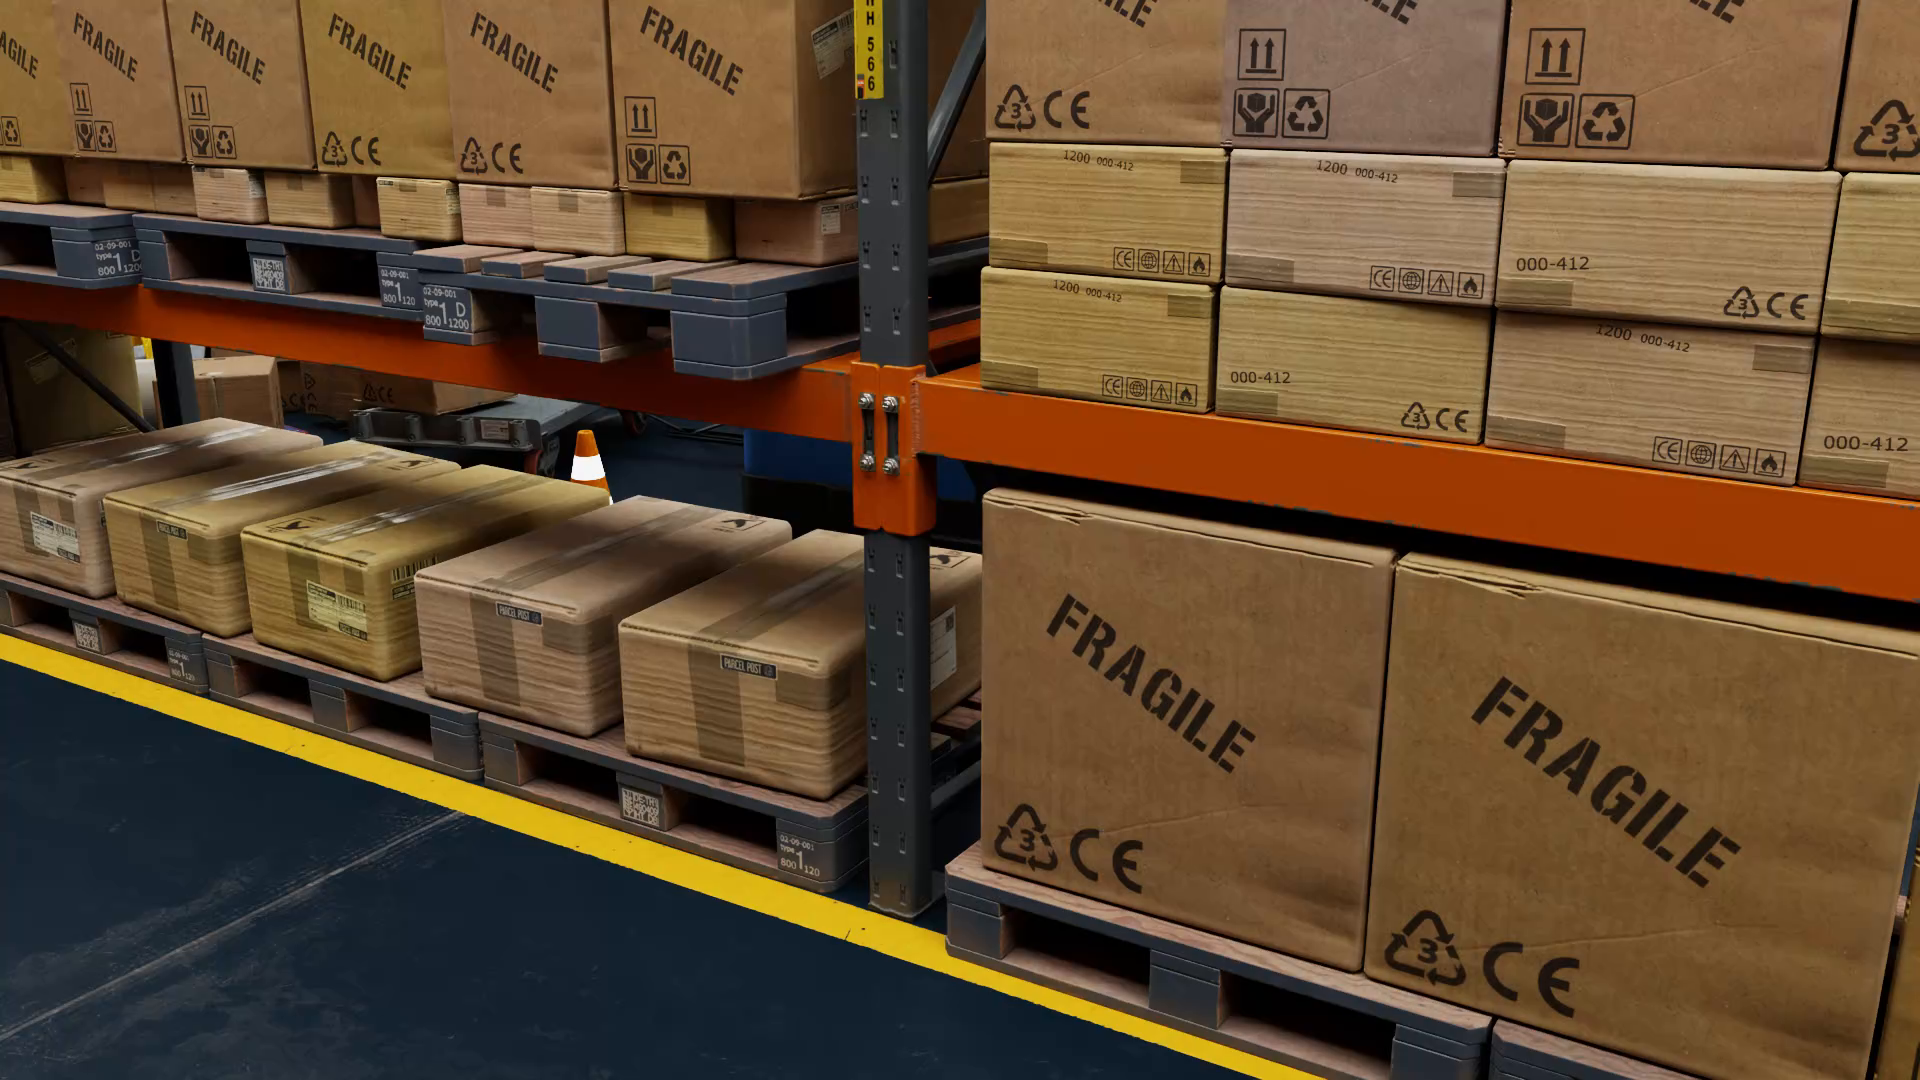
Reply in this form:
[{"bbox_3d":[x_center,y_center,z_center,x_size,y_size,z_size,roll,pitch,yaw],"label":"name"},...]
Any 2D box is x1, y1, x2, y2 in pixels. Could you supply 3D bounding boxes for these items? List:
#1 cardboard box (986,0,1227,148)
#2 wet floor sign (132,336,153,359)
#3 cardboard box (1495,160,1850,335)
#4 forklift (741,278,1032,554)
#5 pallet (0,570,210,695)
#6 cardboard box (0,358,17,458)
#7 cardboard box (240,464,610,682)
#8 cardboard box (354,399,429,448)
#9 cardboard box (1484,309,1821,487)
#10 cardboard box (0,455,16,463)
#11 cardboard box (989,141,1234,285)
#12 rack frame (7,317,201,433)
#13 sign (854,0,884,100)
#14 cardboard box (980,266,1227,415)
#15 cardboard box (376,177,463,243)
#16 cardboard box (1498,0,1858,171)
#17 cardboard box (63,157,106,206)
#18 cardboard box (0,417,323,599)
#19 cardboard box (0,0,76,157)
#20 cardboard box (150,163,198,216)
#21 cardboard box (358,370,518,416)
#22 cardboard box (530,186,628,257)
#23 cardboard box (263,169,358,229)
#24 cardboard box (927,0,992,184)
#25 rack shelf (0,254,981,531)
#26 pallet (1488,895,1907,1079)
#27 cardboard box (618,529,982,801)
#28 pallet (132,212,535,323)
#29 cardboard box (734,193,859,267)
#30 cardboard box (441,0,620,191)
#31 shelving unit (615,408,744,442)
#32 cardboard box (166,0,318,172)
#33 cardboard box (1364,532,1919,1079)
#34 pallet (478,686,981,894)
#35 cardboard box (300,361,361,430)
[{"bbox_3d":[0.388,-1.057,3.308,0.500,0.500,0.500,9,19,28],"label":"cardboard box"},{"bbox_3d":[-5.278,-1.512,10.749,0.232,0.644,0.267,7,18,21],"label":"wet floor sign"},{"bbox_3d":[1.256,-0.538,2.889,0.500,0.250,0.500,10,20,30],"label":"cardboard box"},{"bbox_3d":[0.676,-1.332,6.222,3.031,2.935,1.130,7,18,23],"label":"forklift"},{"bbox_3d":[-2.649,0.178,5.934,1.213,0.211,1.003,10,20,30],"label":"pallet"},{"bbox_3d":[-3.957,-0.542,6.224,0.500,0.500,0.500,10,19,29],"label":"cardboard box"},{"bbox_3d":[-1.657,0.075,5.273,0.625,0.372,0.950,11,20,32],"label":"cardboard box"},{"bbox_3d":[-2.884,-0.622,8.472,0.396,0.266,0.258,-2,17,-8],"label":"cardboard box"},{"bbox_3d":[1.272,-0.303,2.975,0.500,0.250,0.500,11,20,32],"label":"cardboard box"},{"bbox_3d":[-3.957,-0.183,6.332,0.500,0.250,0.500,11,20,33],"label":"cardboard box"},{"bbox_3d":[0.398,-0.696,3.408,0.500,0.250,0.500,10,20,30],"label":"cardboard box"},{"bbox_3d":[-3.313,-1.275,5.917,0.127,3.000,1.000,10,20,30],"label":"rack frame"},{"bbox_3d":[-0.180,-1.047,3.310,0.005,0.325,0.100,10,20,30],"label":"sign"},{"bbox_3d":[0.381,-0.458,3.486,0.500,0.250,0.500,10,19,29],"label":"cardboard box"},{"bbox_3d":[-1.263,-0.867,4.286,0.250,0.149,0.380,11,20,31],"label":"cardboard box"},{"bbox_3d":[1.249,-0.901,2.796,0.500,0.500,0.500,11,20,32],"label":"cardboard box"},{"bbox_3d":[-2.517,-1.129,5.146,0.250,0.149,0.380,12,20,34],"label":"cardboard box"},{"bbox_3d":[-2.864,-0.139,5.977,0.625,0.372,0.950,10,20,31],"label":"cardboard box"},{"bbox_3d":[-2.636,-1.448,5.079,0.500,0.500,0.500,10,20,30],"label":"cardboard box"},{"bbox_3d":[-2.110,-1.041,4.858,0.250,0.149,0.380,10,20,30],"label":"cardboard box"},{"bbox_3d":[-2.407,-0.886,7.637,0.500,0.500,0.500,10,20,30],"label":"cardboard box"},{"bbox_3d":[-0.811,-0.789,4.027,0.250,0.149,0.380,10,20,30],"label":"cardboard box"},{"bbox_3d":[-1.668,-0.955,4.573,0.250,0.149,0.380,9,19,28],"label":"cardboard box"},{"bbox_3d":[-0.167,-1.183,4.209,0.500,0.500,0.500,9,19,29],"label":"cardboard box"},{"bbox_3d":[-1.608,-0.626,5.020,4.000,0.370,1.077,10,20,30],"label":"rack shelf"},{"bbox_3d":[1.764,0.992,3.251,1.213,0.211,1.003,10,20,30],"label":"pallet"},{"bbox_3d":[-0.380,0.302,4.526,0.625,0.372,0.950,9,19,26],"label":"cardboard box"},{"bbox_3d":[-1.612,-0.866,4.900,1.213,0.211,1.003,10,20,30],"label":"pallet"},{"bbox_3d":[-0.307,-0.739,3.862,0.250,0.149,0.380,11,20,32],"label":"cardboard box"},{"bbox_3d":[-0.883,-1.134,4.046,0.500,0.500,0.500,10,19,29],"label":"cardboard box"},{"bbox_3d":[-0.841,-1.026,8.217,1.500,1.048,0.538,8,-8,24],"label":"shelving unit"},{"bbox_3d":[-1.779,-1.293,4.572,0.500,0.500,0.500,9,19,28],"label":"cardboard box"},{"bbox_3d":[1.399,0.412,3.298,0.875,0.875,0.875,10,20,31],"label":"cardboard box"},{"bbox_3d":[-0.569,0.549,4.712,1.213,0.211,1.003,10,20,30],"label":"pallet"},{"bbox_3d":[-3.098,-0.973,8.986,0.503,0.637,0.797,10,20,30],"label":"cardboard box"}]
